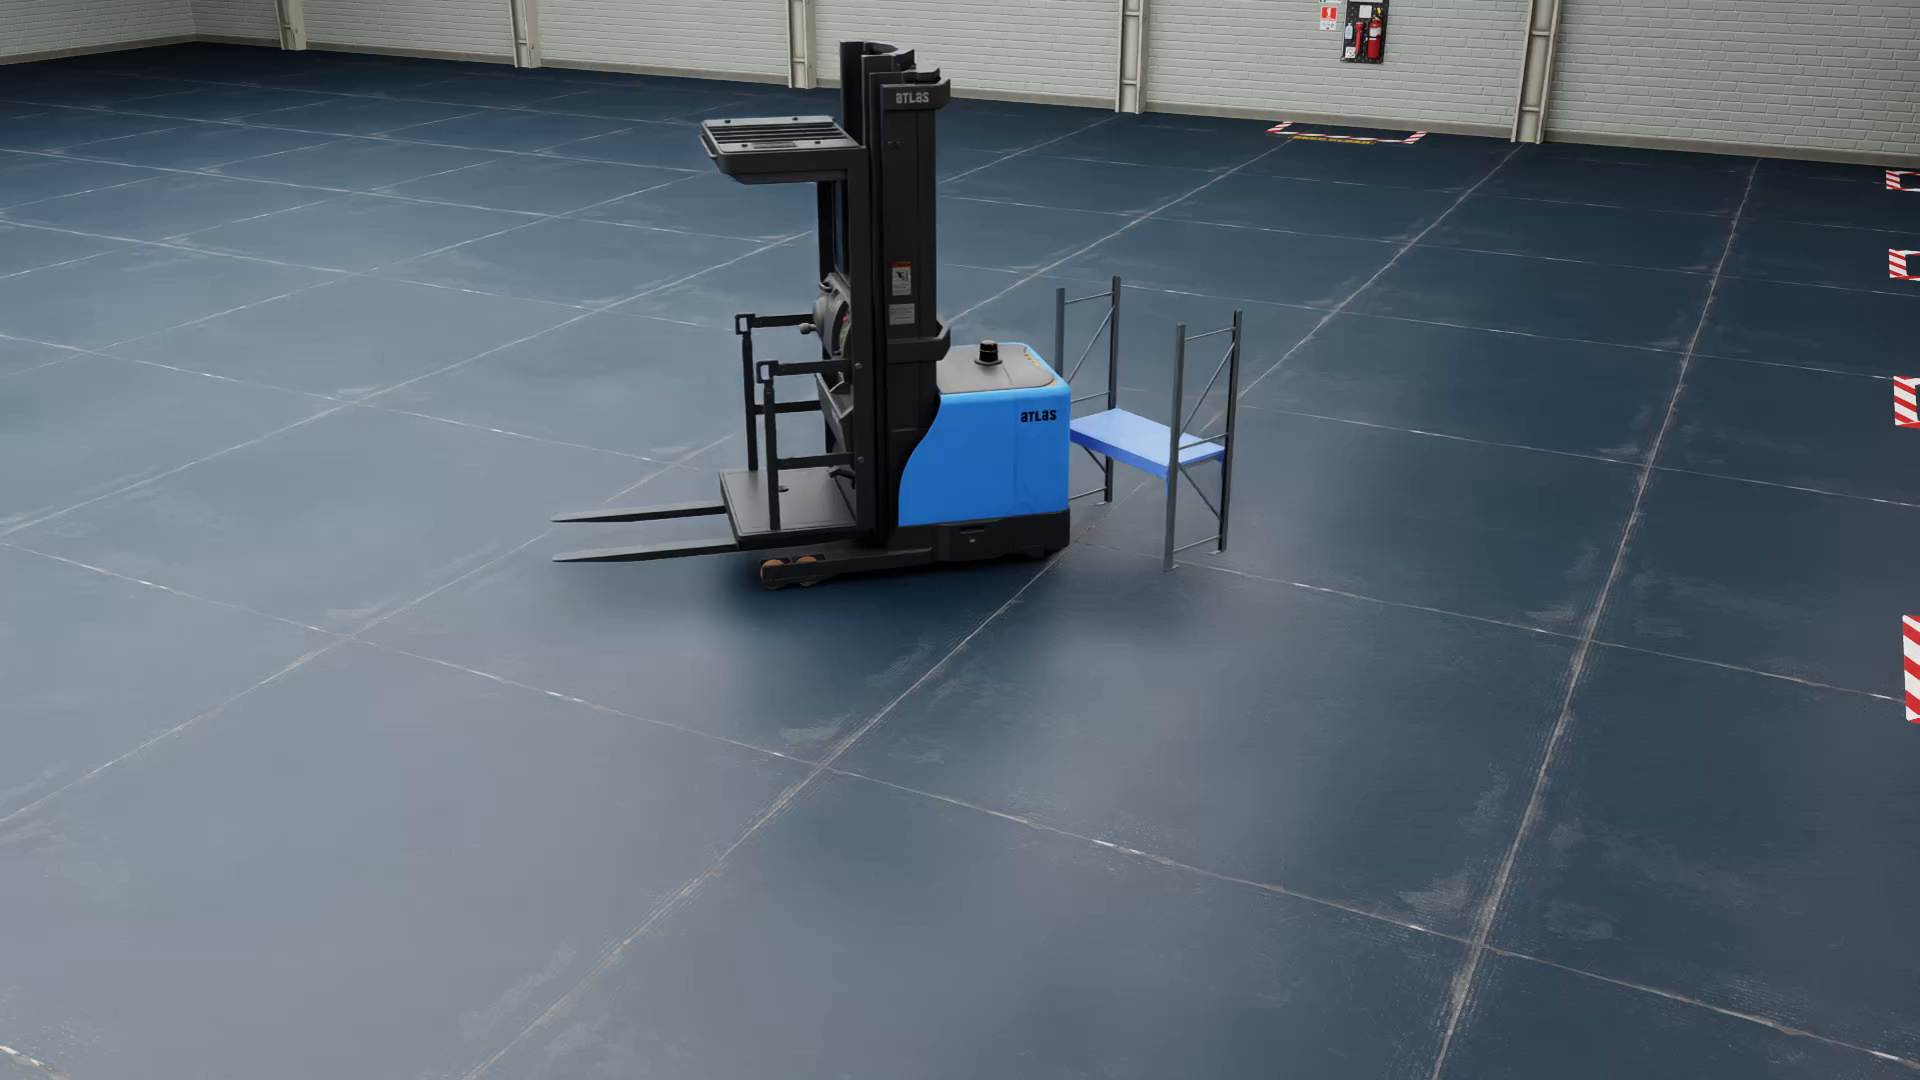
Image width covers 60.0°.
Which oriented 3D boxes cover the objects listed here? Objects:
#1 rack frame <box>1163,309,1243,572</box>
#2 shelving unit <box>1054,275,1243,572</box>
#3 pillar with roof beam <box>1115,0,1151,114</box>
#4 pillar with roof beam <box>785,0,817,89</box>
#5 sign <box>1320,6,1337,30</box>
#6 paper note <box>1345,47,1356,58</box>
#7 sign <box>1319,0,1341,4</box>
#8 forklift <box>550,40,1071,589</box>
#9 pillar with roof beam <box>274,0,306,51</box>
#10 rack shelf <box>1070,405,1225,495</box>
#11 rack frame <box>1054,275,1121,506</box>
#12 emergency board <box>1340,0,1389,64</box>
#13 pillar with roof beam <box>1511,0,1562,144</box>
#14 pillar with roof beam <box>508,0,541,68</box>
[{"bbox_3d":[1.409,-0.566,9.664,0.500,1.500,0.032,-17,28,-34],"label":"rack frame"},{"bbox_3d":[1.097,-0.723,10.033,0.538,1.500,1.048,-17,28,-34],"label":"shelving unit"},{"bbox_3d":[0.724,-9.339,20.712,0.400,9.000,9.100,11,25,25],"label":"pillar with roof beam"},{"bbox_3d":[-4.631,-10.399,23.203,0.400,9.000,9.100,11,25,25],"label":"pillar with roof beam"},{"bbox_3d":[5.385,-7.622,24.295,0.234,0.329,0.001,11,25,25],"label":"sign"},{"bbox_3d":[5.706,-7.122,24.290,0.142,0.148,0.016,11,25,25],"label":"paper note"},{"bbox_3d":[5.386,-7.862,24.182,0.331,0.109,0.001,11,25,25],"label":"sign"},{"bbox_3d":[-0.914,-1.294,9.548,3.031,2.935,1.130,-5,24,-13],"label":"forklift"},{"bbox_3d":[-15.340,-12.518,28.186,0.400,9.000,9.100,11,25,25],"label":"pillar with roof beam"},{"bbox_3d":[1.097,-0.557,10.104,0.538,0.185,1.000,-17,28,-34],"label":"rack shelf"},{"bbox_3d":[0.785,-0.880,10.403,0.500,1.500,0.032,-17,28,-34],"label":"rack frame"},{"bbox_3d":[5.832,-7.472,23.987,0.643,1.169,0.194,11,25,25],"label":"emergency board"},{"bbox_3d":[6.078,-8.280,18.220,0.400,9.000,9.100,11,25,25],"label":"pillar with roof beam"},{"bbox_3d":[-9.985,-11.458,25.694,0.400,9.000,9.100,11,25,25],"label":"pillar with roof beam"}]
